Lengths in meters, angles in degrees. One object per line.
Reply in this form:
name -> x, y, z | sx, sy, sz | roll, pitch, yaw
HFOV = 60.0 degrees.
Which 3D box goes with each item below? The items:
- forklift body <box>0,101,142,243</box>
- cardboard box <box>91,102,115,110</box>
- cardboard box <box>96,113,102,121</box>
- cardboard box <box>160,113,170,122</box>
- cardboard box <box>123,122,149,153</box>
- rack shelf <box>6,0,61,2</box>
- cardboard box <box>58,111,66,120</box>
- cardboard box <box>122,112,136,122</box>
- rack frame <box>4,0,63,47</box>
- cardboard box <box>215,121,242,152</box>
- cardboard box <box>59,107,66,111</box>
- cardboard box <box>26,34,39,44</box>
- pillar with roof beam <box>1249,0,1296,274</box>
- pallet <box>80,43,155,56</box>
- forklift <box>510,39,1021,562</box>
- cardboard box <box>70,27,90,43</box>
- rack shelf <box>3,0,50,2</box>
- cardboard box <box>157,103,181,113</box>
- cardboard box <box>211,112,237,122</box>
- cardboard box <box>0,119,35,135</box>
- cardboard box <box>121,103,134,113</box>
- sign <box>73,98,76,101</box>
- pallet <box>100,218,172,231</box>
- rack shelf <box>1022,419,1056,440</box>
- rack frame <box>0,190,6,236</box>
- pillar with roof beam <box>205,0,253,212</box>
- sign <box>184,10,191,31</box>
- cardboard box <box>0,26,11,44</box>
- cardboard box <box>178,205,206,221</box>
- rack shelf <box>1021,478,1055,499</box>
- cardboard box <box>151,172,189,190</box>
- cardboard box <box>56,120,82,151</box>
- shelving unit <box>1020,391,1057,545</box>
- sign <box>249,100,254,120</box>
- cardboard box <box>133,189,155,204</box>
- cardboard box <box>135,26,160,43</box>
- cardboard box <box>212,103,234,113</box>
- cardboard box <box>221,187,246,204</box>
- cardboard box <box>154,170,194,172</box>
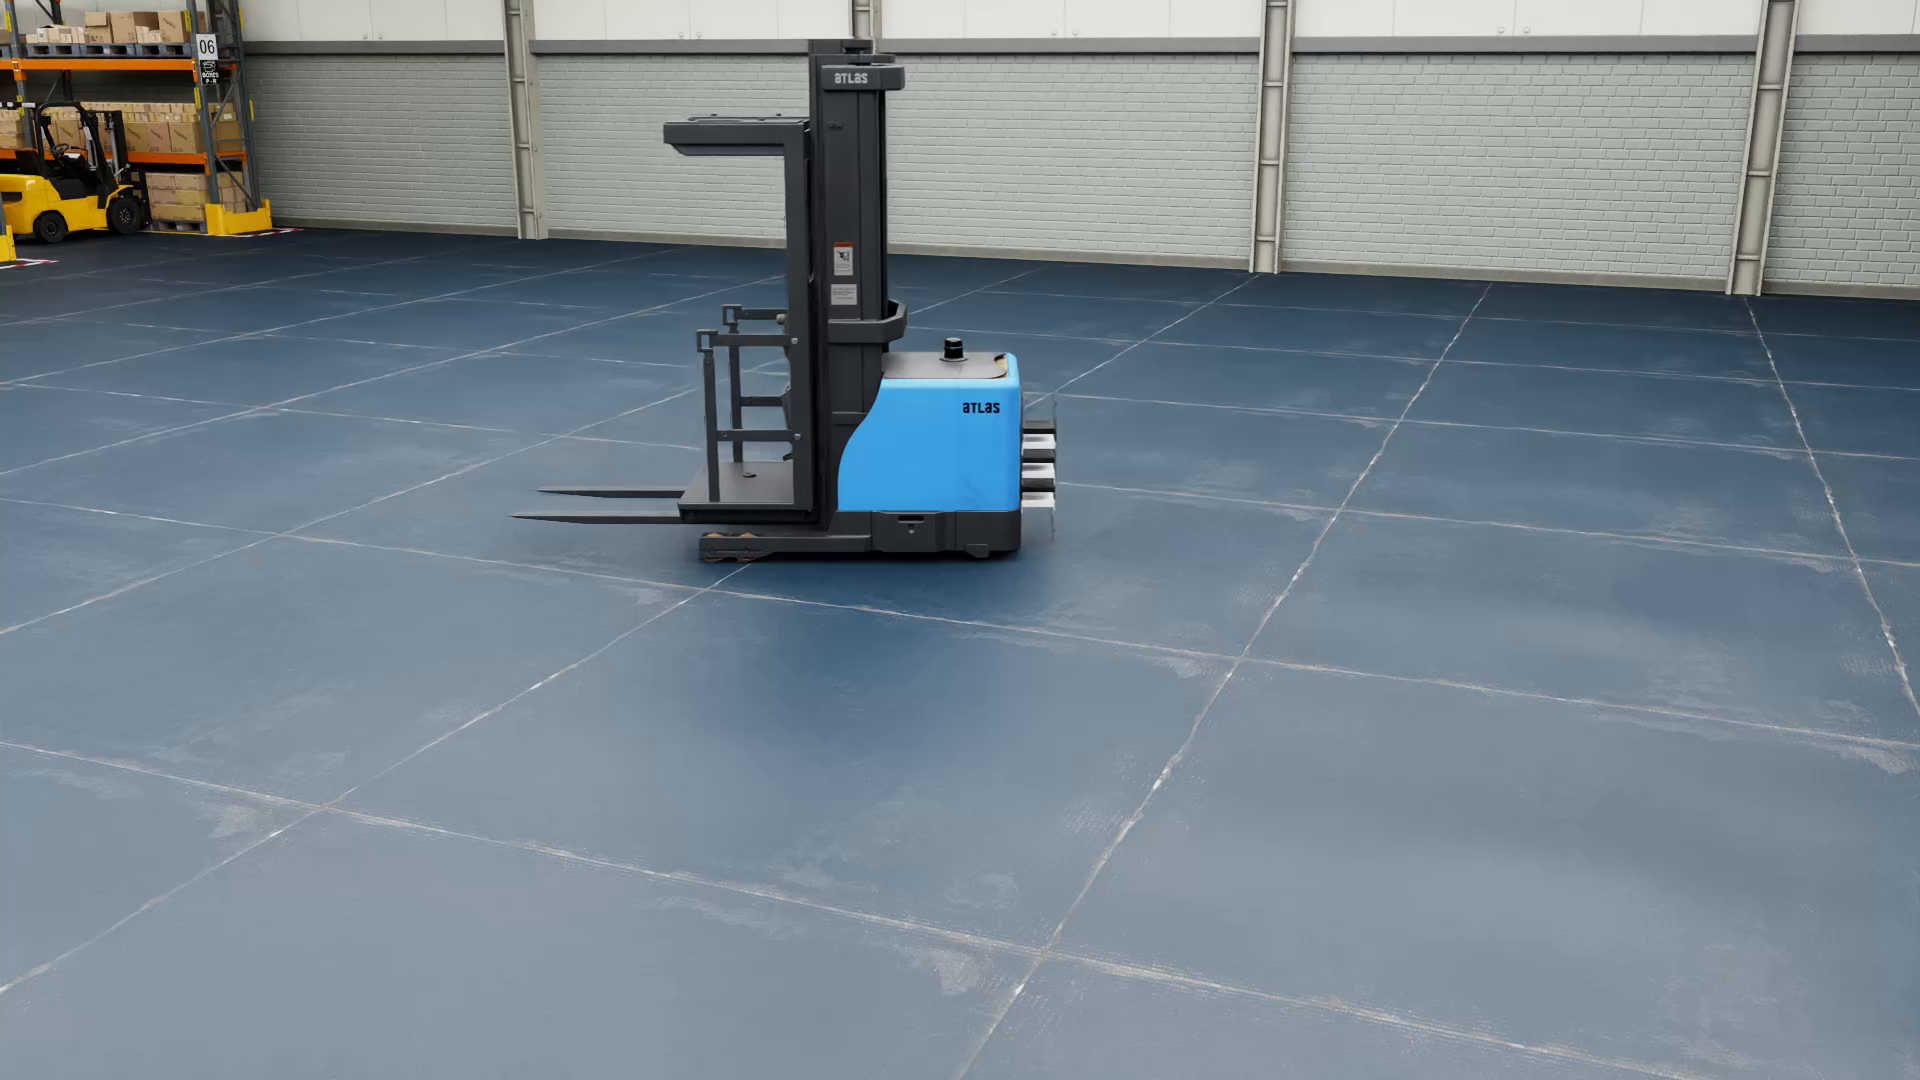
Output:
forklift body -> -14.652, -5.989, 26.944 | 1.214, 2.155, 2.313 | 6, 17, 21
cardboard box -> -14.524, -7.366, 28.291 | 0.250, 0.149, 0.380 | 6, 17, 20
cardboard box -> -14.559, -7.205, 28.268 | 0.250, 0.149, 0.380 | 6, 17, 19
cardboard box -> -13.111, -7.059, 27.765 | 0.250, 0.149, 0.380 | 7, 17, 22
cardboard box -> -13.729, -6.813, 28.084 | 0.500, 0.500, 0.500 | 6, 17, 20
rack shelf -> -14.079, -9.223, 27.812 | 4.000, 0.370, 1.077 | 6, 17, 21
cardboard box -> -15.246, -7.298, 28.588 | 0.250, 0.149, 0.380 | 6, 17, 21
cardboard box -> -13.846, -7.123, 27.985 | 0.250, 0.149, 0.380 | 6, 17, 21
rack frame -> -15.940, -9.966, 28.360 | 0.127, 3.000, 1.000 | 6, 17, 21
cardboard box -> -12.578, -6.846, 28.196 | 0.500, 0.500, 0.500 | 7, 18, 22
cardboard box -> -15.235, -7.450, 28.580 | 0.250, 0.149, 0.380 | 6, 17, 20
cardboard box -> -15.634, -8.529, 28.312 | 0.250, 0.149, 0.380 | 7, 17, 22
pillar with roof beam -> 2.629, -6.904, 17.813 | 0.400, 9.000, 9.100 | 6, 17, 21
pallet -> -14.006, -8.277, 28.082 | 1.213, 0.211, 1.003 | 6, 17, 21
forklift -> -1.155, -1.425, 9.824 | 3.031, 2.935, 1.130 | 0, 16, 1
cardboard box -> -14.670, -8.480, 27.931 | 0.258, 0.266, 0.396 | 6, 17, 19
rack shelf -> -17.800, -9.633, 29.221 | 4.000, 0.370, 1.077 | 6, 17, 21
cardboard box -> -13.123, -7.197, 27.707 | 0.250, 0.149, 0.380 | 7, 17, 22
cardboard box -> -12.439, -7.137, 28.034 | 0.250, 0.149, 0.380 | 6, 17, 19
cardboard box -> -16.490, -7.237, 29.093 | 0.500, 0.250, 0.500 | 6, 17, 19
cardboard box -> -13.853, -7.264, 27.940 | 0.250, 0.149, 0.380 | 7, 17, 22
sign -> -15.737, -7.682, 29.561 | 0.005, 0.325, 0.100 | 6, 17, 21
pallet -> -14.076, -5.529, 28.840 | 1.213, 0.211, 1.003 | 6, 17, 21
rack shelf -> 0.471, -0.665, 10.000 | 0.200, 0.077, 0.258 | 0, 16, 1
rack frame -> -14.036, -5.388, 23.352 | 0.127, 3.000, 1.000 | 6, 17, 21
pillar with roof beam -> -14.115, -8.745, 24.156 | 0.400, 9.000, 9.100 | 6, 17, 21
sign -> -12.431, -8.364, 26.777 | 0.005, 0.325, 0.100 | 6, 17, 21
cardboard box -> -16.702, -8.743, 28.756 | 0.500, 0.311, 0.500 | 6, 17, 19
cardboard box -> -12.772, -5.523, 27.995 | 0.500, 0.250, 0.500 | 6, 17, 21
rack shelf -> 0.471, -0.319, 10.100 | 0.200, 0.077, 0.258 | 0, 16, 1
cardboard box -> -13.239, -6.054, 28.031 | 0.500, 0.250, 0.500 | 7, 17, 22
cardboard box -> -15.132, -6.970, 28.625 | 0.500, 0.500, 0.500 | 7, 17, 22
shelving unit -> 0.471, -0.437, 10.066 | 0.210, 0.900, 0.258 | 0, 16, 1
sign -> -12.009, -7.272, 28.149 | 0.005, 0.325, 0.100 | 6, 17, 21
cardboard box -> -13.737, -5.867, 28.284 | 0.500, 0.250, 0.500 | 6, 17, 19
cardboard box -> -13.337, -8.333, 27.425 | 0.258, 0.266, 0.396 | 6, 17, 21
cardboard box -> -12.453, -7.268, 27.951 | 0.250, 0.149, 0.380 | 6, 17, 20
cardboard box -> -12.580, -5.899, 28.394 | 0.500, 0.250, 0.500 | 7, 17, 22
cardboard box -> -13.524, -6.239, 28.670 | 0.500, 0.250, 0.500 | 6, 17, 20
